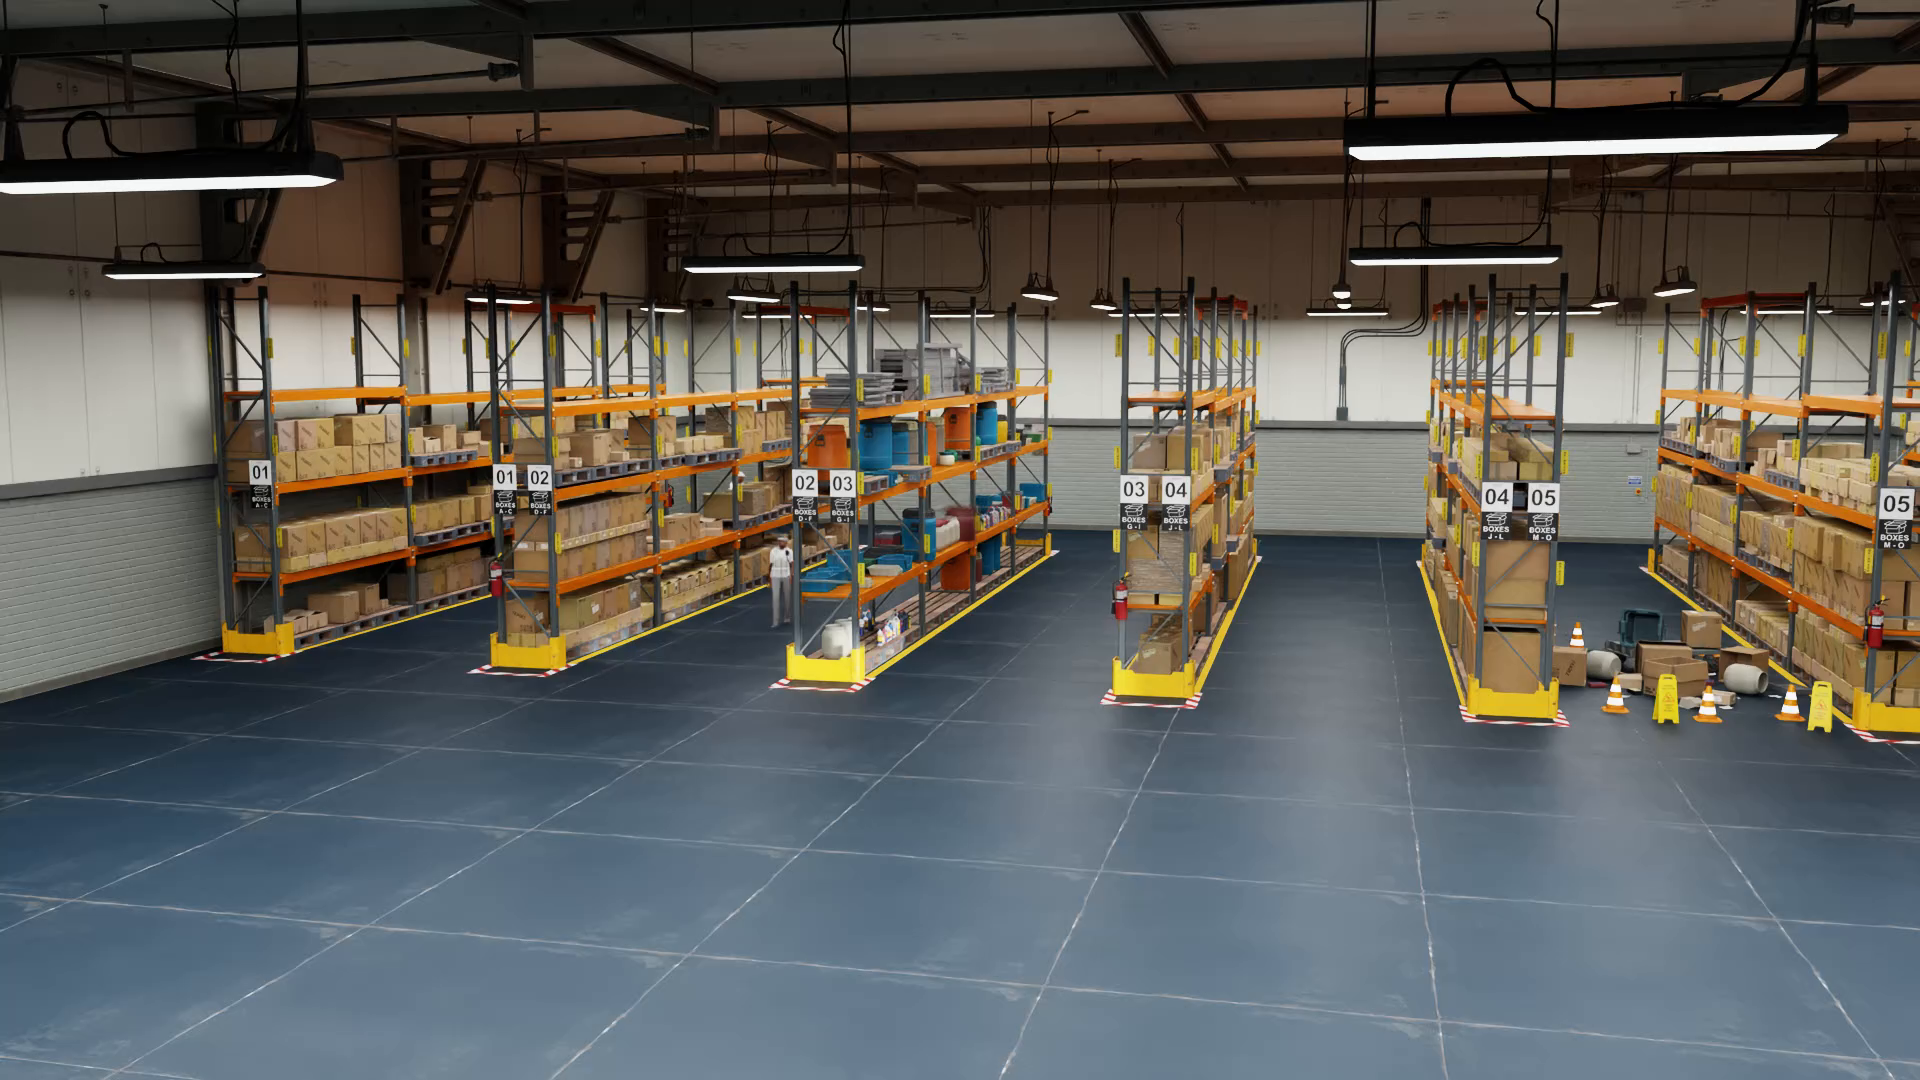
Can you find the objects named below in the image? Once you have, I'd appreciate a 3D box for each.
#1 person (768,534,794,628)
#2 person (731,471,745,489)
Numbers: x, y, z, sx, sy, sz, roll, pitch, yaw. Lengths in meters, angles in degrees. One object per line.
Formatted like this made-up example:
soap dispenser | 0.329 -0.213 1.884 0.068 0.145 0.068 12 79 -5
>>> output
person | -3.237 0.725 30.250 0.477 1.662 0.723 -1 7 -9
person | -5.823 -0.932 43.908 0.448 1.766 0.606 2 7 15
